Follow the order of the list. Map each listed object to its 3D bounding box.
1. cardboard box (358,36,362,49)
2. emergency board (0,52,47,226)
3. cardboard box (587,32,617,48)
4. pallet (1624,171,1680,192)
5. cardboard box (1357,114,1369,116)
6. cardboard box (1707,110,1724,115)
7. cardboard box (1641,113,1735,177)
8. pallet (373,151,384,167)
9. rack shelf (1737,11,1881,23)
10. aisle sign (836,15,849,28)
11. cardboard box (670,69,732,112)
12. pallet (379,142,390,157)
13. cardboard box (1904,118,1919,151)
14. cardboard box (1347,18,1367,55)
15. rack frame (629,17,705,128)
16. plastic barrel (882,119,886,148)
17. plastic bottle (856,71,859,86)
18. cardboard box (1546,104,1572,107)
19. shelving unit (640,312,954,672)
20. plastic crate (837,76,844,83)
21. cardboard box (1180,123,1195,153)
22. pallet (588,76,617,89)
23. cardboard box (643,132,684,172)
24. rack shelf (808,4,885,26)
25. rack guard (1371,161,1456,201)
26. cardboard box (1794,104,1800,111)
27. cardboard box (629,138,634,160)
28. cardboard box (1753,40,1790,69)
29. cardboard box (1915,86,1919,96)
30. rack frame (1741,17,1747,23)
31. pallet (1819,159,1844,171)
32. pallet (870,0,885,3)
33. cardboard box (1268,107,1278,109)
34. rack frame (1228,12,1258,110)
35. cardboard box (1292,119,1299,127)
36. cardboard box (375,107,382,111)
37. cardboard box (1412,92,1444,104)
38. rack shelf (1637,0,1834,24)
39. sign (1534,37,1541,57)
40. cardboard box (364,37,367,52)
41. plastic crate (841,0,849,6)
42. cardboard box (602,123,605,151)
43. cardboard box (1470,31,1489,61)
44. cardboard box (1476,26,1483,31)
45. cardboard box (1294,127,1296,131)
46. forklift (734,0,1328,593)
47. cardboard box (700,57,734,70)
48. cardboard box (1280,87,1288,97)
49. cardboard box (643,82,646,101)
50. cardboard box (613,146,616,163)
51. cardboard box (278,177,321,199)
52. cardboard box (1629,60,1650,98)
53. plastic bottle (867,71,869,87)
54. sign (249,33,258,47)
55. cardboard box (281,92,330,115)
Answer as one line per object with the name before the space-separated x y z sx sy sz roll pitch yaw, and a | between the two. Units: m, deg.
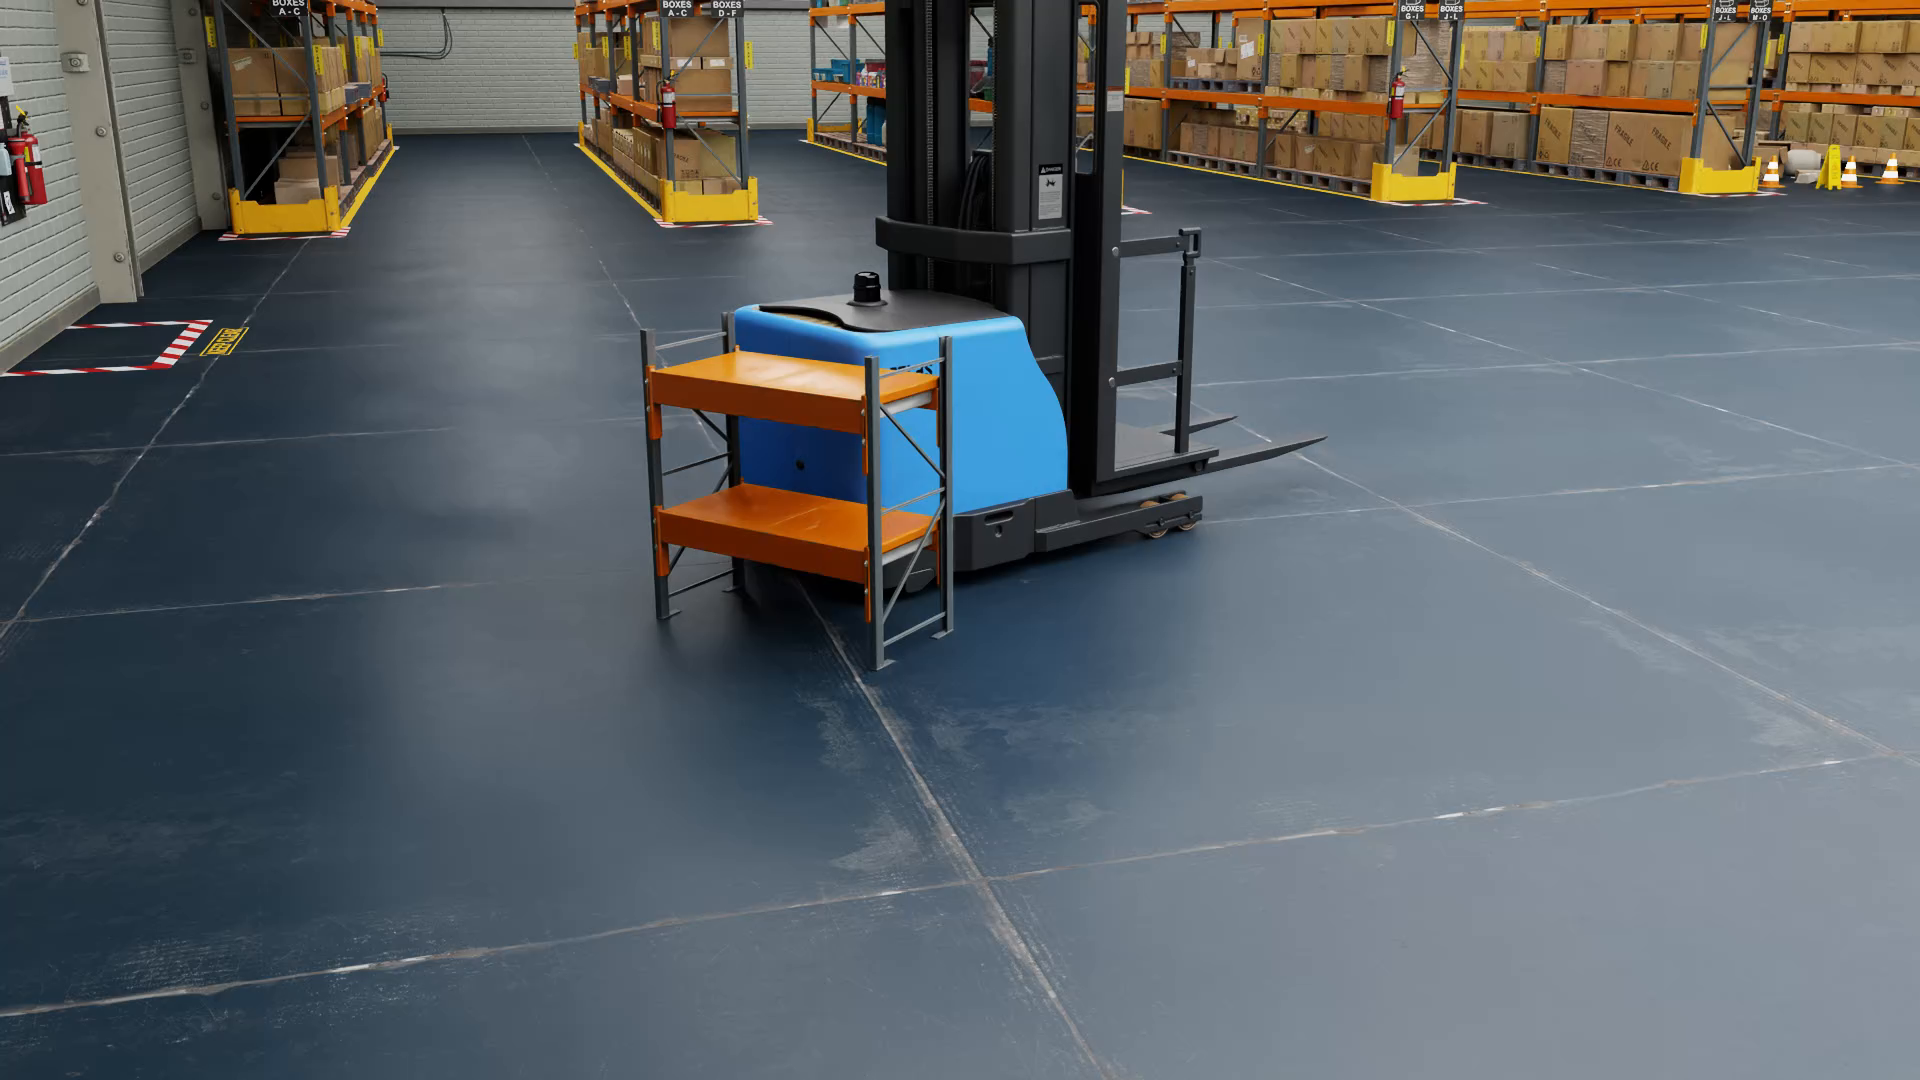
cardboard box | -10.252 -8.257 27.697 0.500 0.250 0.500 -5 17 -15
emergency board | -6.619 -2.831 11.664 0.194 1.169 0.643 -5 17 -15
cardboard box | -6.811 -9.411 31.655 0.500 0.500 0.500 -5 17 -15
pallet | 10.903 -5.471 25.298 1.003 0.211 1.213 -5 17 -15
cardboard box | 8.285 -8.617 33.235 0.500 0.250 0.500 -4 17 -14
cardboard box | 17.320 -9.576 37.732 0.500 0.500 0.500 -4 17 -13
cardboard box | 10.948 -5.957 25.034 0.875 0.875 0.875 -5 17 -15
pallet | -10.900 -6.829 29.819 1.003 0.211 1.213 -5 17 -15
rack shelf | 17.953 -11.262 35.768 1.077 0.370 4.000 -5 17 -15
aisle sign | -2.496 -11.550 36.169 0.394 0.787 0.004 -5 17 -15
cardboard box | -3.241 -5.623 20.784 0.700 0.500 0.500 -5 17 -15
pallet | -11.657 -7.591 32.356 1.003 0.211 1.213 -5 17 -15
cardboard box | 15.459 -6.455 26.474 0.500 0.500 0.500 -5 17 -15
cardboard box | 5.869 -7.167 23.669 0.500 0.500 0.500 -5 17 -15
rack frame | -4.224 -6.552 24.049 1.000 3.000 0.127 -5 17 -15
plastic barrel | -1.262 -7.654 31.312 0.421 0.512 0.421 0 17 0
plastic bottle | -1.968 -8.964 32.283 0.061 0.283 0.133 -5 17 -15
cardboard box | 13.135 -9.099 35.493 0.875 0.875 0.875 -4 17 -14
shelving unit | -0.601 -0.214 6.207 1.048 1.125 0.538 10 20 31
plastic crate | -2.225 -9.340 33.707 0.437 0.125 0.590 -5 17 -15
cardboard box | 4.406 -7.270 30.021 0.700 0.500 0.500 -6 18 -18
pallet | -6.308 -8.443 30.679 1.003 0.211 1.213 -5 17 -15
cardboard box | -3.983 -5.227 22.386 0.500 0.500 0.500 -5 17 -15
rack shelf | -2.209 -10.800 34.229 1.077 0.370 4.000 -5 17 -15
rack guard | 6.380 -5.051 23.399 1.175 0.500 0.348 -5 17 -15
cardboard box | 17.988 -9.198 35.345 0.380 0.149 0.250 -5 18 -17
cardboard box | -4.611 -5.794 24.601 0.500 0.311 0.500 -5 17 -15
cardboard box | 14.483 -8.618 29.508 0.500 0.500 0.500 -5 17 -16
cardboard box | 15.395 -7.111 26.348 0.380 0.149 0.250 -5 17 -16
rack frame | 17.403 -10.724 37.938 1.000 3.000 0.127 -5 17 -15
pallet | 15.049 -6.599 29.053 1.003 0.211 1.213 -5 17 -15
pallet | -1.035 -9.979 30.572 1.003 0.211 1.213 -5 17 -15
cardboard box | 7.204 -9.937 38.512 0.380 0.149 0.250 -4 17 -14
rack frame | 6.801 -11.017 38.915 1.000 3.000 0.127 -5 17 -15
cardboard box | 7.422 -9.025 35.991 0.380 0.149 0.250 -6 18 -18
cardboard box | -11.785 -8.586 33.309 0.380 0.149 0.250 -5 17 -16
cardboard box | 6.552 -6.205 23.331 0.380 0.149 0.250 -5 17 -15
rack shelf | 14.281 -9.762 30.775 1.077 0.370 4.000 -5 17 -15
sign | 9.580 -8.169 27.558 0.100 0.325 0.005 -5 17 -15
cardboard box | -10.679 -8.680 29.104 0.500 0.250 0.500 -4 17 -14
plastic crate | -2.066 -10.583 32.625 0.450 0.188 0.662 -5 17 -15
cardboard box | -6.237 -7.339 30.252 0.500 0.500 0.500 -4 17 -15
cardboard box | 9.537 -8.783 29.566 0.700 0.500 0.500 -5 17 -16
cardboard box | 11.950 -11.586 37.770 0.380 0.149 0.250 -5 17 -16
cardboard box | 7.474 -8.907 36.114 0.380 0.149 0.250 -4 17 -14
forklift | 0.484 -1.517 7.408 3.031 2.935 1.130 -13 21 -37
cardboard box | -3.026 -5.929 20.676 0.380 0.149 0.250 -5 17 -16
cardboard box | 5.223 -6.993 25.955 0.380 0.149 0.250 -5 17 -15
cardboard box | -4.401 -6.612 24.512 0.500 0.250 0.500 -4 17 -12
cardboard box | -5.462 -6.374 27.508 0.500 0.250 0.500 -5 17 -15
cardboard box | -8.147 -4.332 20.567 0.500 0.311 0.500 -3 17 -11
cardboard box | 10.847 -7.078 25.539 0.875 0.550 0.550 -5 17 -15
plastic bottle | -1.724 -8.718 31.465 0.061 0.283 0.133 -5 17 -15
sign | -9.519 -6.669 22.426 0.100 0.325 0.005 -5 17 -15
cardboard box | -7.716 -5.150 19.610 0.500 0.250 0.500 -5 17 -17
